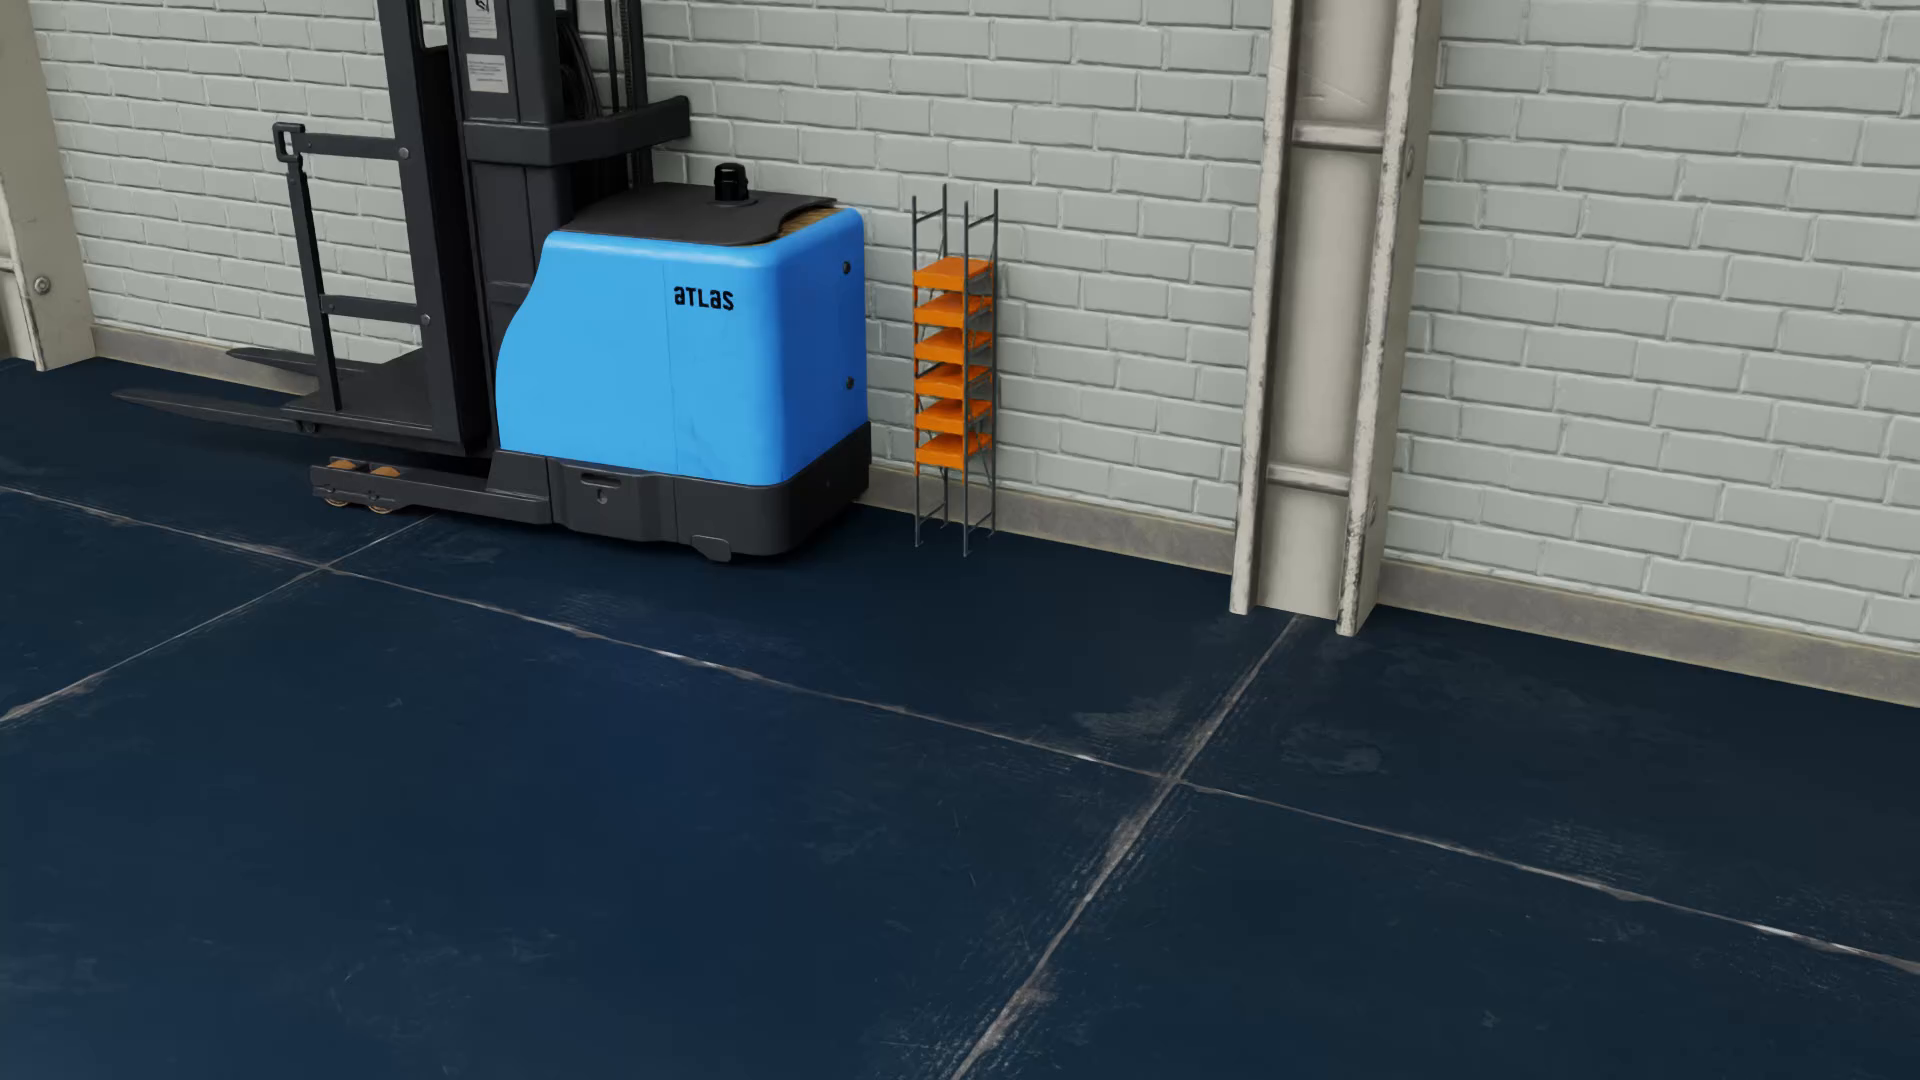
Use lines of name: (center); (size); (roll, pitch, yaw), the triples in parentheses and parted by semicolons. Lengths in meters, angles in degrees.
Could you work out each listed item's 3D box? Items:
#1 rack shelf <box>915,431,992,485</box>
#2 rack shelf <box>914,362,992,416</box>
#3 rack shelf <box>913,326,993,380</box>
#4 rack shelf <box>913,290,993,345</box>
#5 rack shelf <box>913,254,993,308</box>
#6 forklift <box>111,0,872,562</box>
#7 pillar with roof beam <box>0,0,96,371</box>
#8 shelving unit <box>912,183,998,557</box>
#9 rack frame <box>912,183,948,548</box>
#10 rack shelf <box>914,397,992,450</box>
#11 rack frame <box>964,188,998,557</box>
rack shelf: (-0.015, -0.289, 5.624); (0.180, 0.103, 0.258); (11, 25, 24)
rack shelf: (-0.015, -0.510, 5.530); (0.180, 0.103, 0.258); (11, 25, 24)
rack shelf: (-0.015, -0.621, 5.483); (0.180, 0.103, 0.258); (11, 25, 24)
rack shelf: (-0.015, -0.731, 5.436); (0.180, 0.103, 0.258); (11, 25, 24)
rack shelf: (-0.015, -0.842, 5.389); (0.180, 0.103, 0.258); (11, 25, 24)
forklift: (-1.807, -1.624, 5.823); (3.031, 2.935, 1.130); (9, 25, 19)
pillar with roof beam: (-6.207, -3.491, 2.459); (0.400, 9.000, 9.100); (11, 25, 25)
shelving unit: (-0.015, -0.551, 5.513); (0.189, 1.200, 0.258); (11, 25, 24)
rack frame: (-0.097, -0.567, 5.550); (0.006, 1.200, 0.240); (11, 25, 24)
rack shelf: (-0.015, -0.400, 5.577); (0.180, 0.103, 0.258); (11, 25, 24)
rack frame: (0.068, -0.536, 5.476); (0.006, 1.200, 0.240); (11, 25, 24)
